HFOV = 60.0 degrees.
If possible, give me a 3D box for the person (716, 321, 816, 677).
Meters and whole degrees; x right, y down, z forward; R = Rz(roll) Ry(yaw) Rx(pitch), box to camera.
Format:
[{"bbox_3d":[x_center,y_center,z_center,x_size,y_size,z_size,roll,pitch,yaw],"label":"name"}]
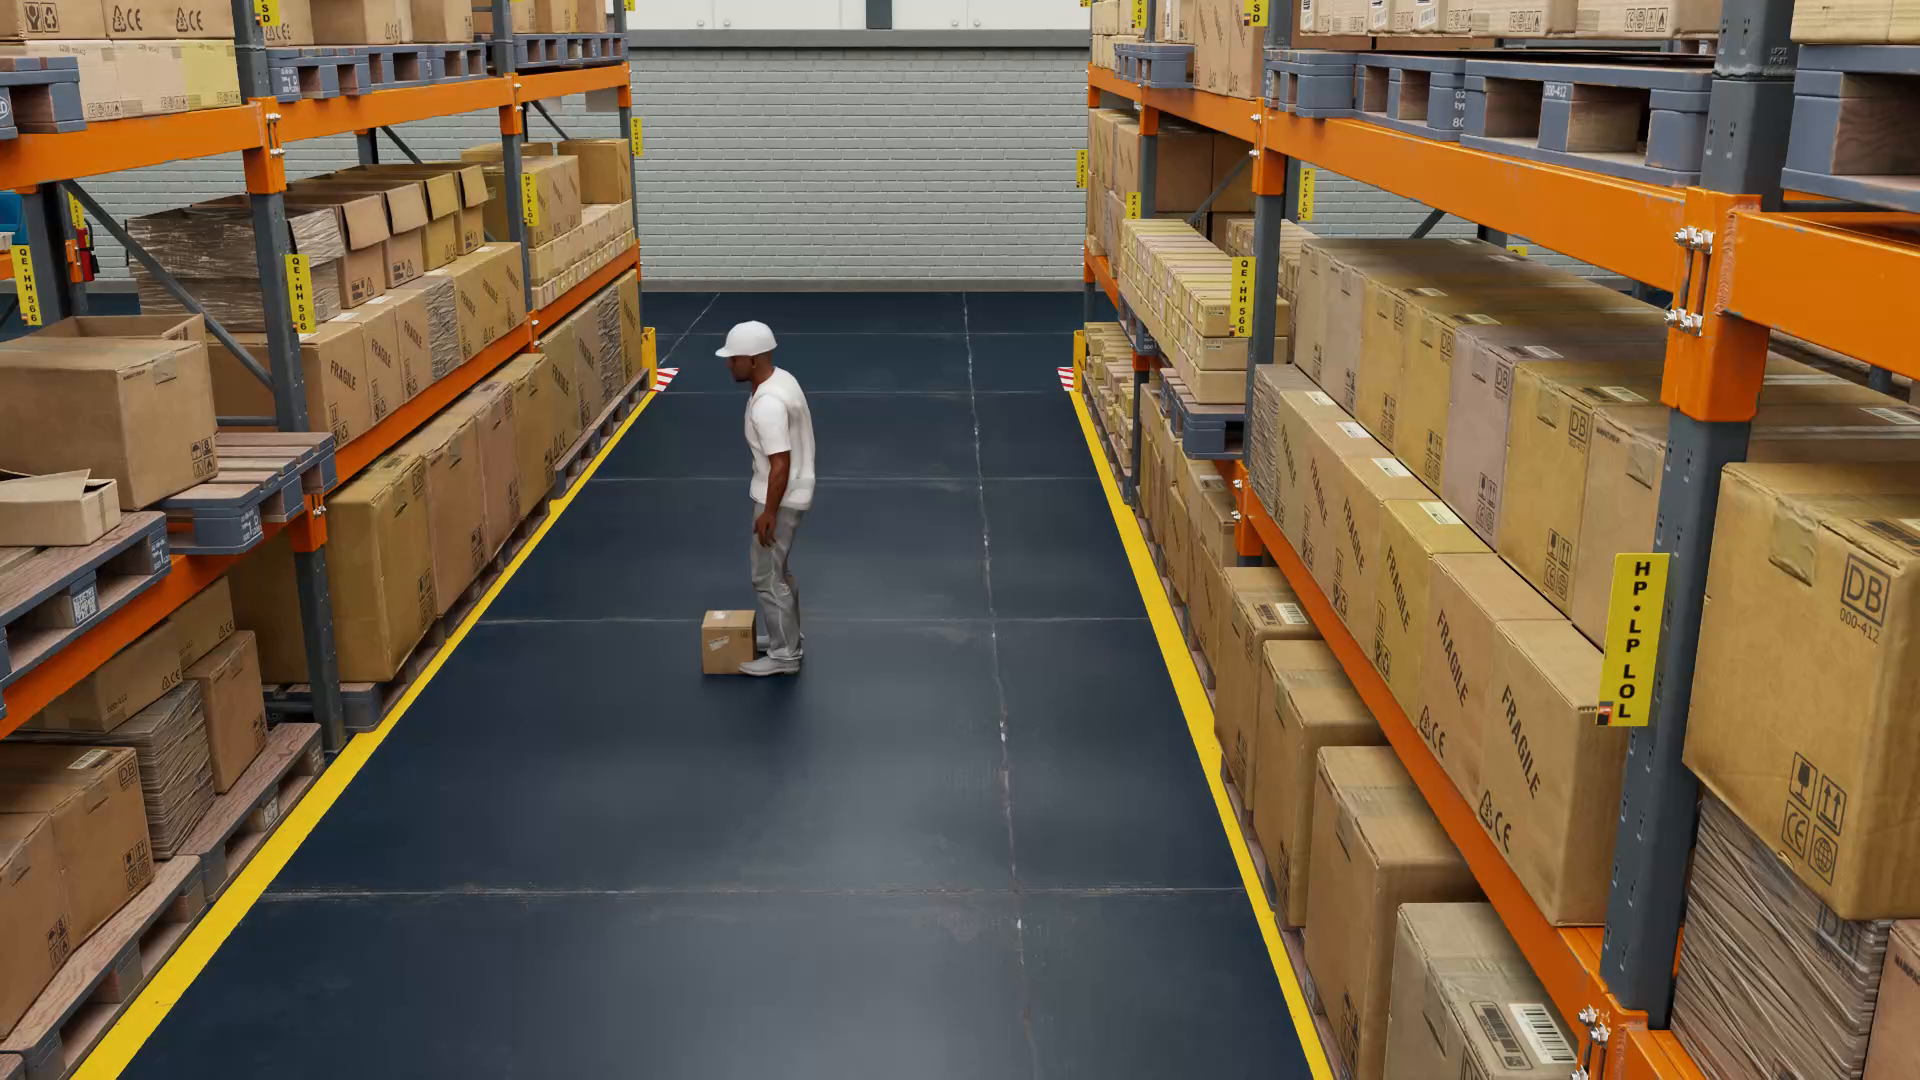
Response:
[{"bbox_3d":[-0.938,-0.209,8.198,0.463,1.759,0.626,-1,17,-3],"label":"person"}]
